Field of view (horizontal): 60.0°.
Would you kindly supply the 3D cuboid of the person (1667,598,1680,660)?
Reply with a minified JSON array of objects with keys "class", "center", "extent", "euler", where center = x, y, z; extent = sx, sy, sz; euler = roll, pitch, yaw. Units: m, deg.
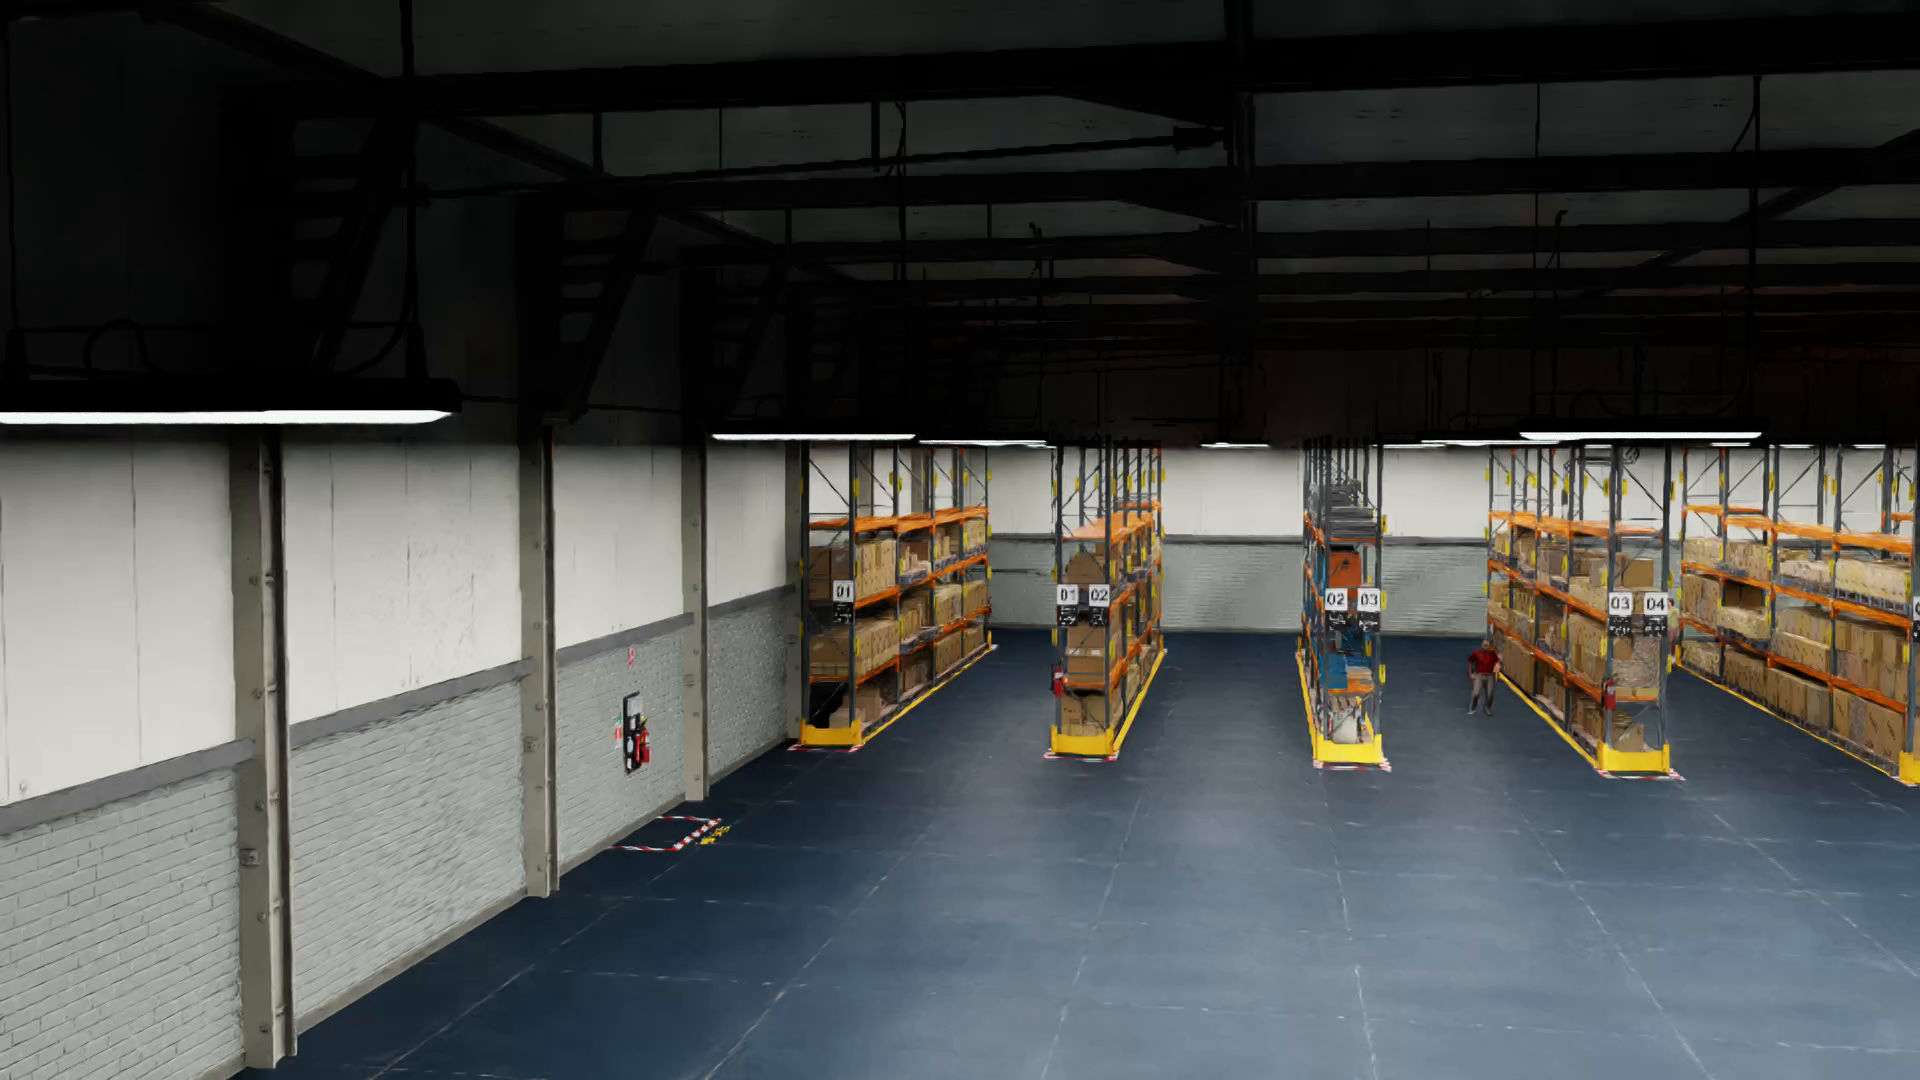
[{"class":"person","center":[19.604,2.429,45.755],"extent":[0.524,1.695,0.549],"euler":[-2,3,-27]}]

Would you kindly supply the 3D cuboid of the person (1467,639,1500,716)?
[{"class":"person","center":[11.265,2.952,35.834],"extent":[0.666,1.676,0.535],"euler":[0,3,8]}]
